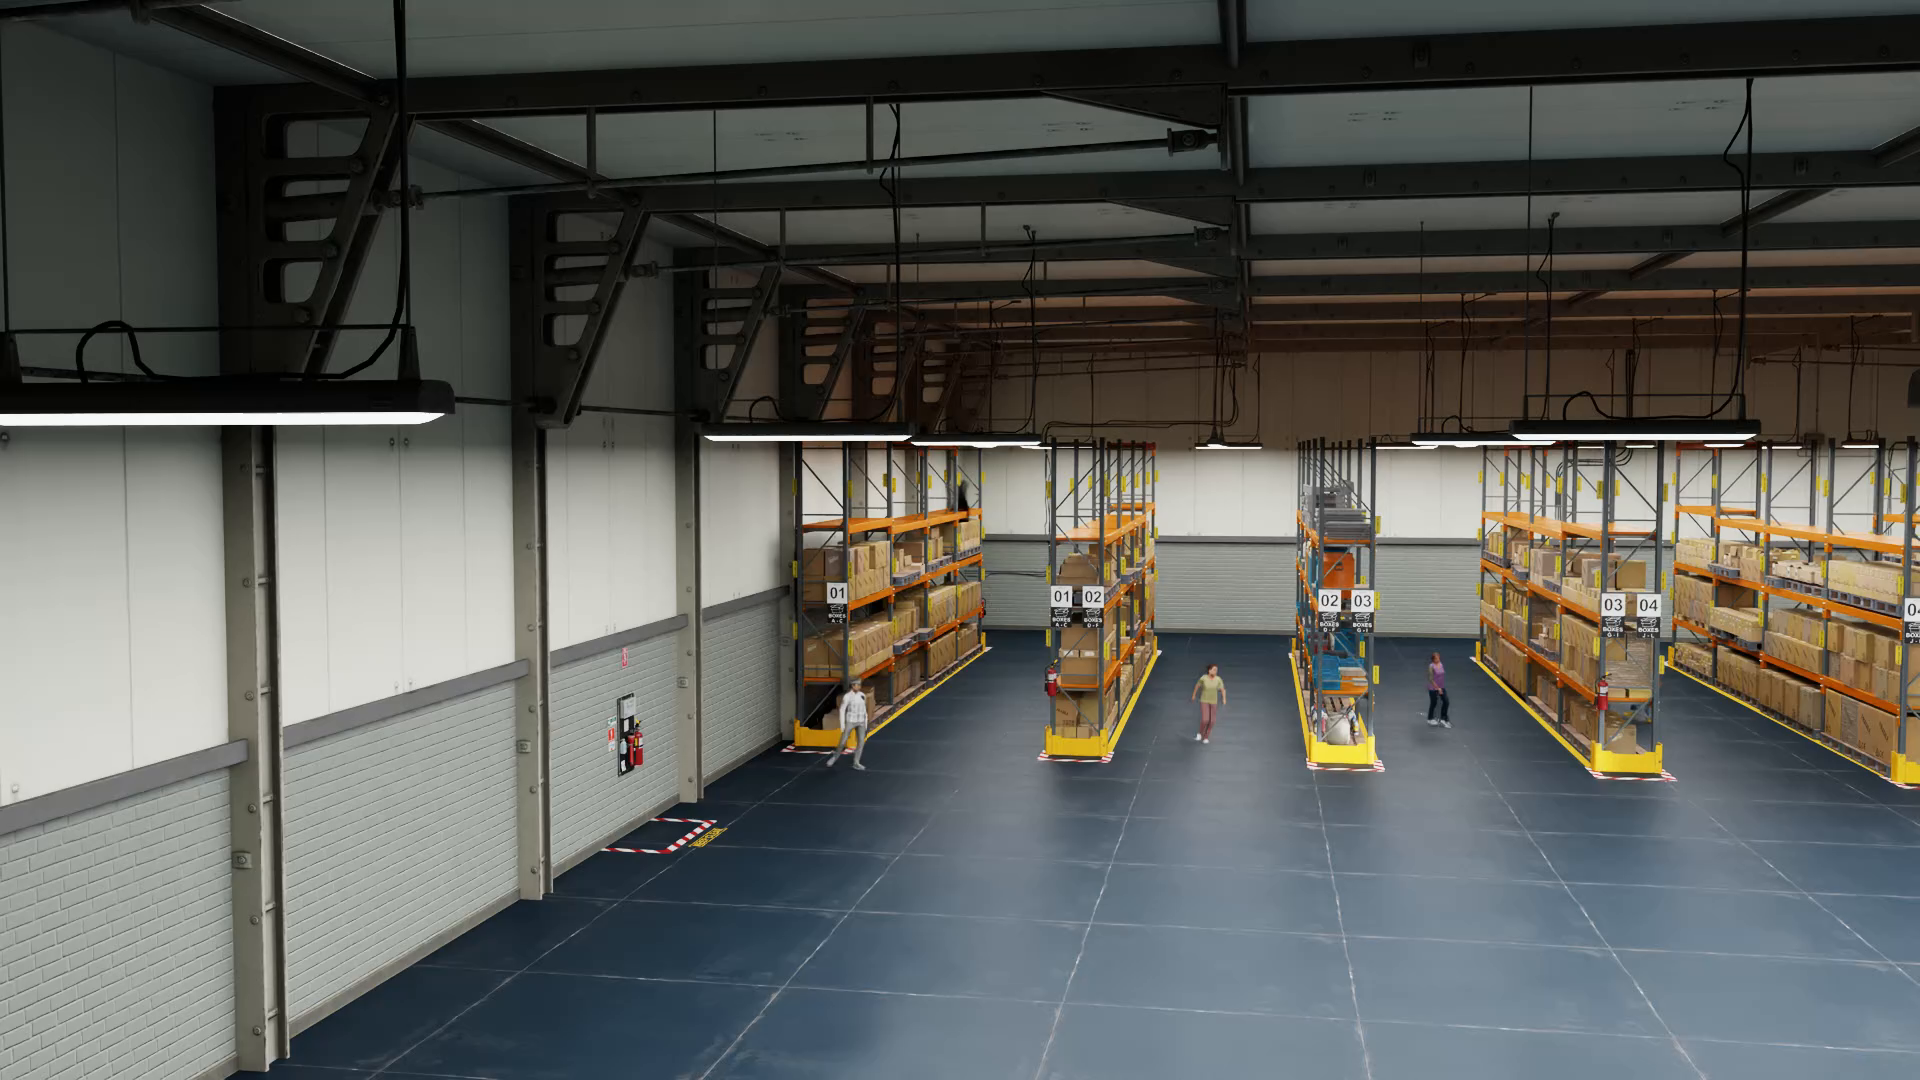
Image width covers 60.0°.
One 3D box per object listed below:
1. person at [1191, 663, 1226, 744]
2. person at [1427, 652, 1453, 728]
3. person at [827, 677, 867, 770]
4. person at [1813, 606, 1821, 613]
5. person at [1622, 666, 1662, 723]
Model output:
[{"bbox_3d":[4.878,3.186,32.426,0.577,1.611,0.721,0,3,-8],"label":"person"},{"bbox_3d":[9.906,3.110,34.538,0.553,1.599,0.658,-1,3,-24],"label":"person"},{"bbox_3d":[-2.019,3.305,30.056,0.694,1.672,0.583,-2,3,-29],"label":"person"},{"bbox_3d":[24.019,2.471,46.674,0.677,1.562,0.534,0,3,-8],"label":"person"},{"bbox_3d":[14.496,2.981,35.320,0.770,1.750,0.617,1,3,22],"label":"person"}]
